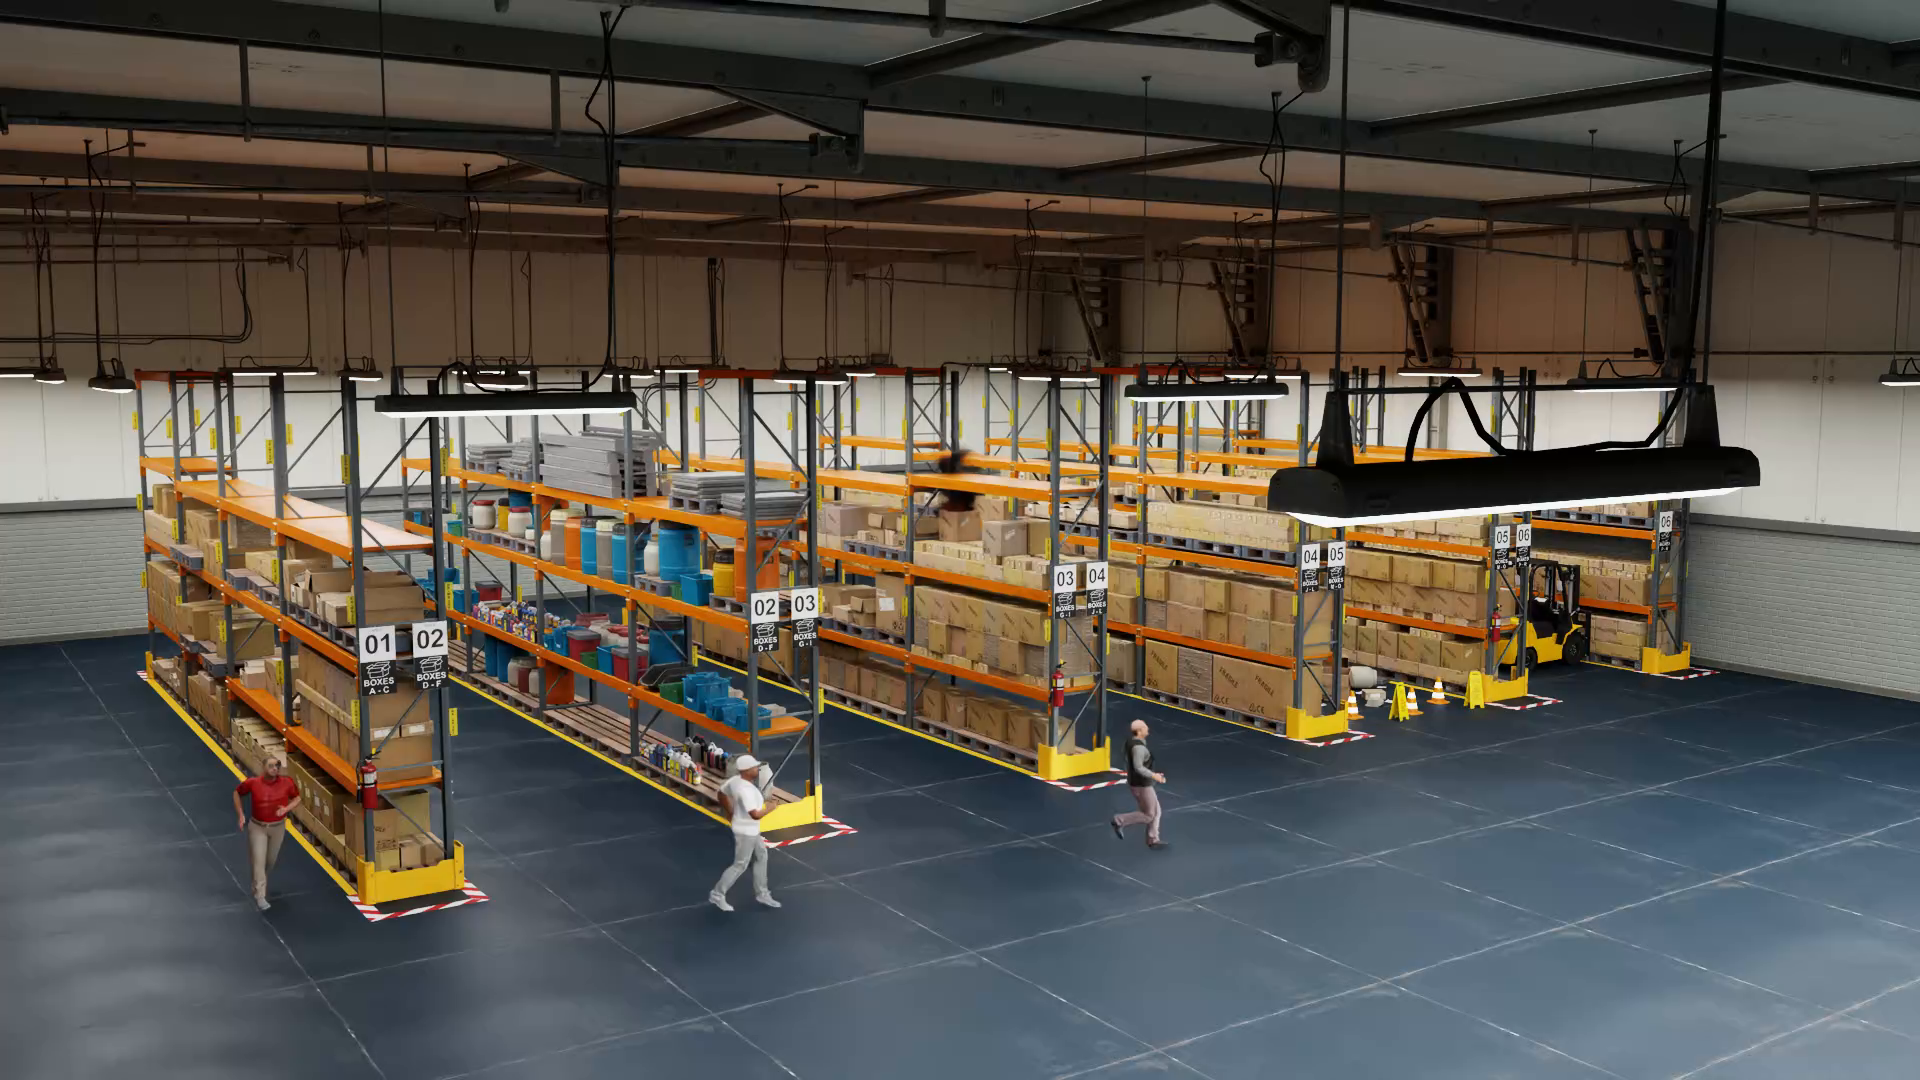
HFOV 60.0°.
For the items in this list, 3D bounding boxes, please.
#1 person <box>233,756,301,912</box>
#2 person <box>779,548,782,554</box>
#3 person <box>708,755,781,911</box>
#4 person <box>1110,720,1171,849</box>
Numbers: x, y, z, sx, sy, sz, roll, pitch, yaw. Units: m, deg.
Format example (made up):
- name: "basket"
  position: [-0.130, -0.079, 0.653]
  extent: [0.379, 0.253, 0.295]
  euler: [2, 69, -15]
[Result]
- name: "person"
  position: [-7.892, 3.312, 19.042]
  extent: [0.690, 1.708, 1.079]
  euler: [-5, 8, -35]
- name: "person"
  position: [-4.509, 0.993, 40.057]
  extent: [0.724, 1.657, 0.561]
  euler: [0, 6, 0]
- name: "person"
  position: [-2.437, 3.324, 18.784]
  extent: [0.834, 1.819, 0.718]
  euler: [-2, 7, -14]
- name: "person"
  position: [2.299, 3.122, 21.209]
  extent: [0.814, 1.687, 0.676]
  euler: [-1, 6, -5]
